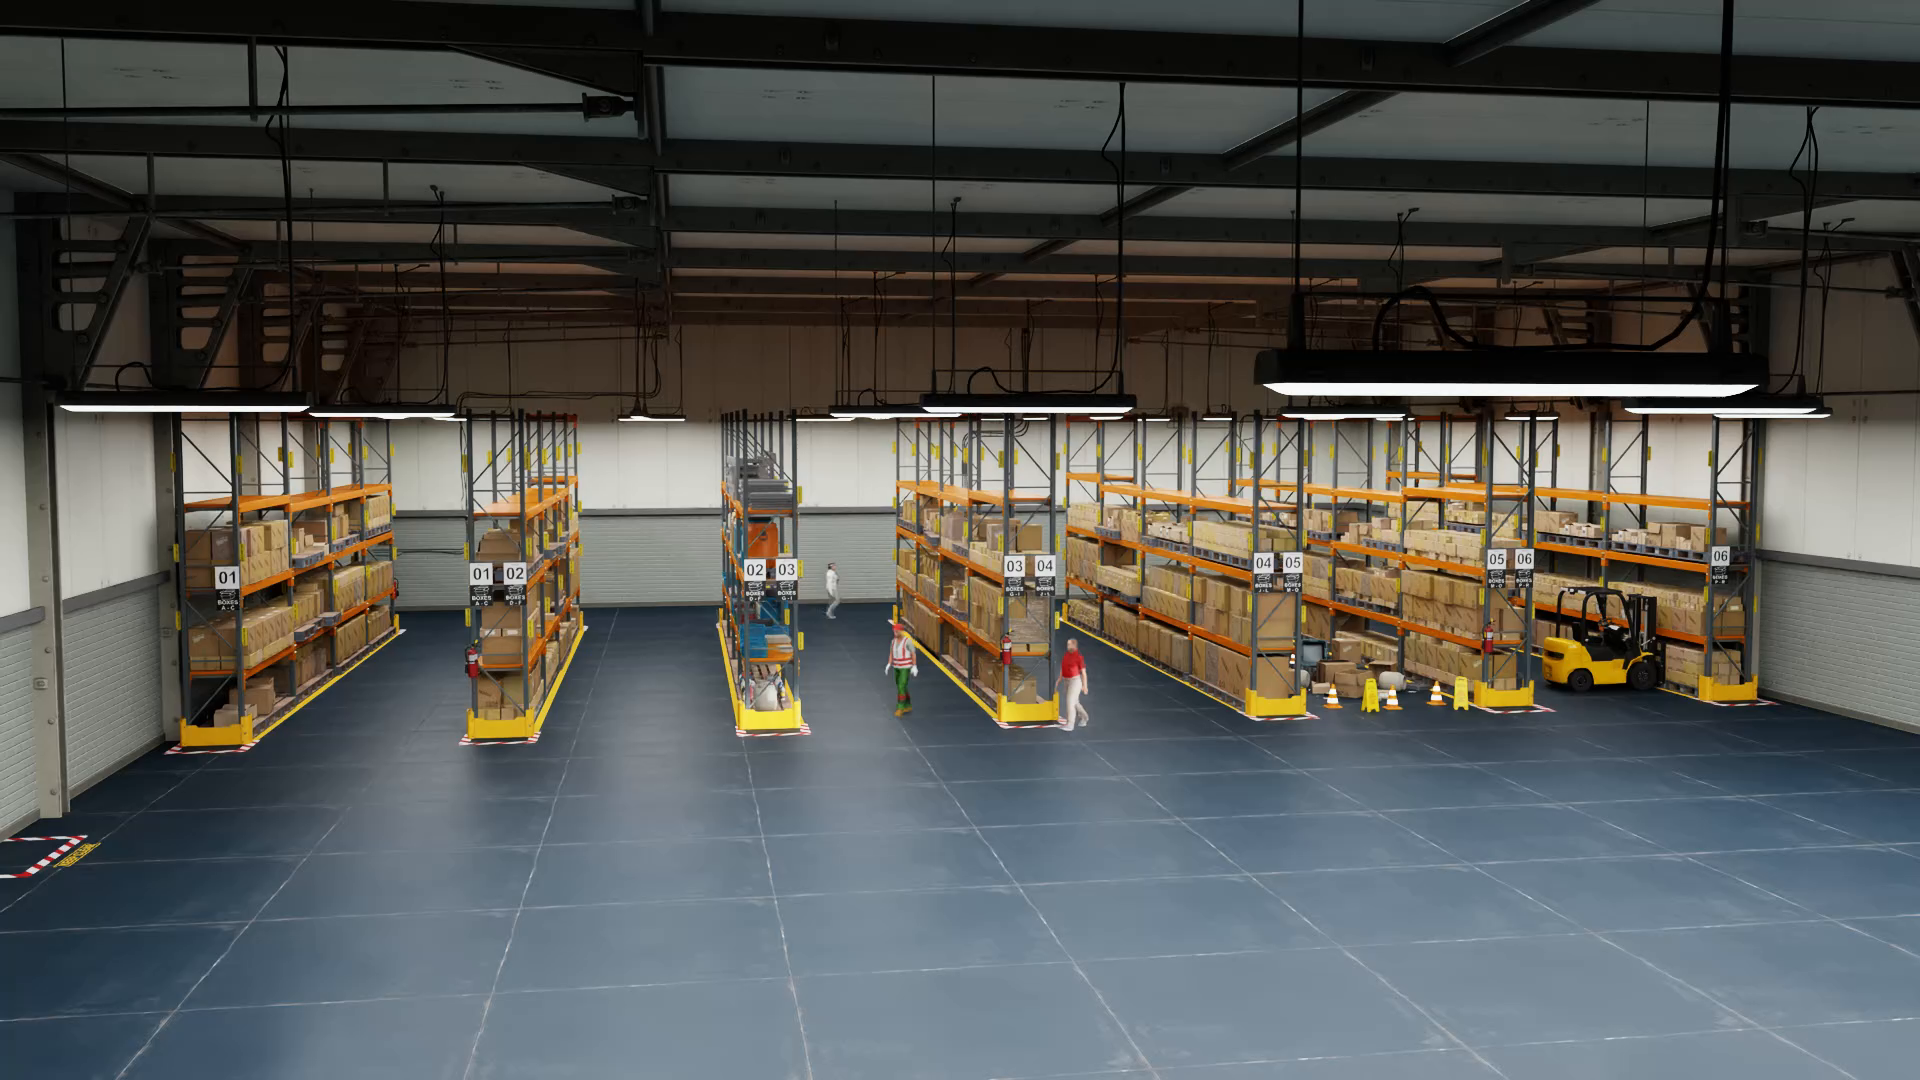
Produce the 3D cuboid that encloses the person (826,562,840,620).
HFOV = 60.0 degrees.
[{"bbox_3d":[-3.735,1.472,48.752,0.398,1.692,0.499,-1,4,-10],"label":"person"}]

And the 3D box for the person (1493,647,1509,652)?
[{"bbox_3d":[12.368,2.246,37.945,0.515,1.769,0.613,-1,4,-14],"label":"person"}]

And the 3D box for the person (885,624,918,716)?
[{"bbox_3d":[-1.203,2.542,32.790,0.623,1.777,0.775,4,5,43],"label":"person"}]

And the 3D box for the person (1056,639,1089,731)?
[{"bbox_3d":[2.142,2.694,31.225,0.842,1.701,0.538,-2,4,-27],"label":"person"}]
